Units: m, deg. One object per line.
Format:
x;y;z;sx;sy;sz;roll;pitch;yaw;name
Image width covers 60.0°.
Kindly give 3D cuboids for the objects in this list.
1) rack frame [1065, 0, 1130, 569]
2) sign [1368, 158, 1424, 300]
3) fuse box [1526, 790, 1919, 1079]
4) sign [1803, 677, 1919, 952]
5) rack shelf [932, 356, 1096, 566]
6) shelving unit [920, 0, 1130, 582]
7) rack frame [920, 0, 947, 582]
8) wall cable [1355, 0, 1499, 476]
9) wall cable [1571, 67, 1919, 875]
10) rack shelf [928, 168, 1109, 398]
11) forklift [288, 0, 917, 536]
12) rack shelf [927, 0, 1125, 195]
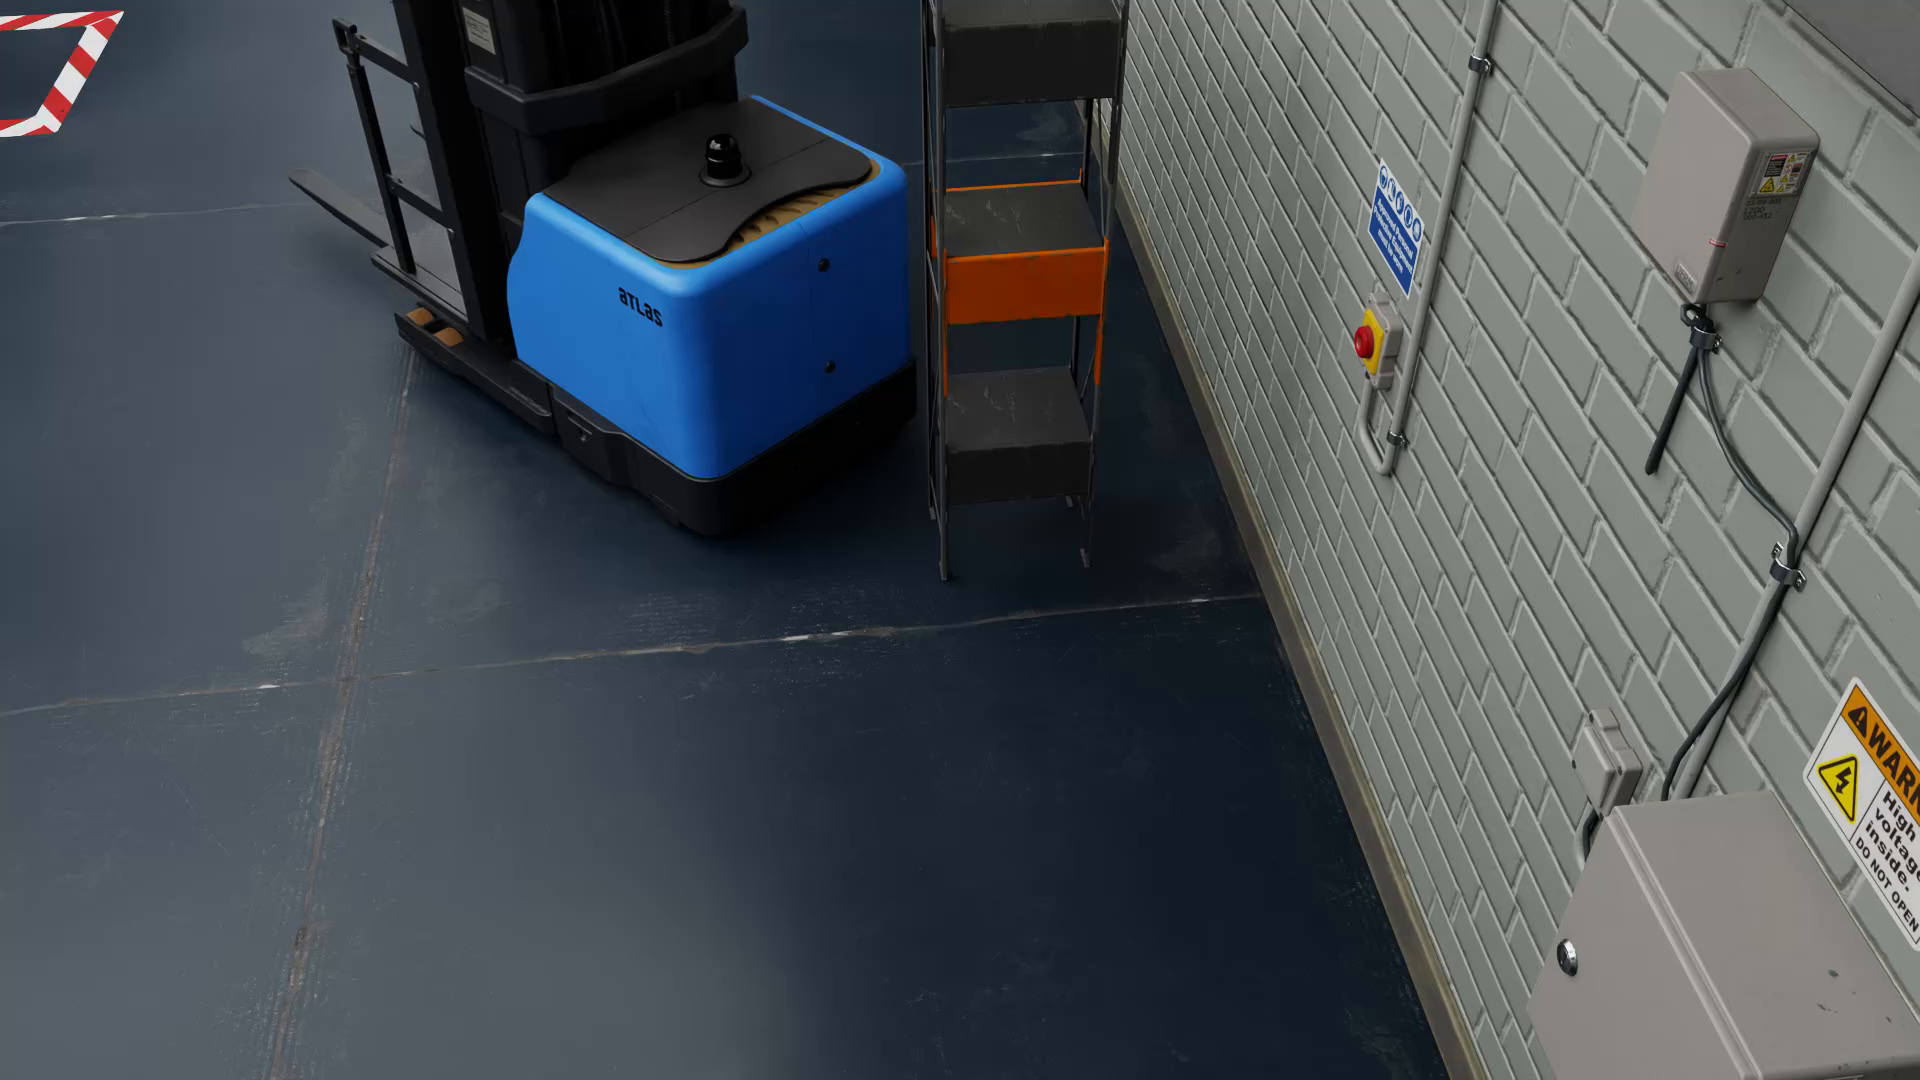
0.406;-0.815;5.086;0.015;2.100;0.400;-5;42;-6;rack frame
1.092;-0.784;4.178;0.001;0.218;0.327;-5;42;-6;sign
1.166;1.240;3.098;0.414;1.711;0.539;-5;42;-6;fuse box
1.364;0.400;2.450;0.001;0.242;0.339;-5;42;-6;sign
0.164;-0.264;5.541;0.480;0.518;0.431;-5;42;-6;rack shelf
0.164;-0.794;5.063;0.503;2.100;0.431;-5;42;-6;shelving unit
-0.078;-0.773;5.039;0.015;2.100;0.400;-5;42;-6;rack frame
1.038;-1.035;3.876;0.123;1.953;0.585;-5;42;-6;wall cable
1.233;-0.083;2.844;0.122;1.984;0.588;-5;42;-6;wall cable
0.164;-0.784;5.072;0.480;0.518;0.431;-5;42;-6;rack shelf
-1.575;-1.972;5.748;3.031;2.935;1.130;32;51;31;forklift
0.164;-1.304;4.603;0.480;0.518;0.431;-5;42;-6;rack shelf
